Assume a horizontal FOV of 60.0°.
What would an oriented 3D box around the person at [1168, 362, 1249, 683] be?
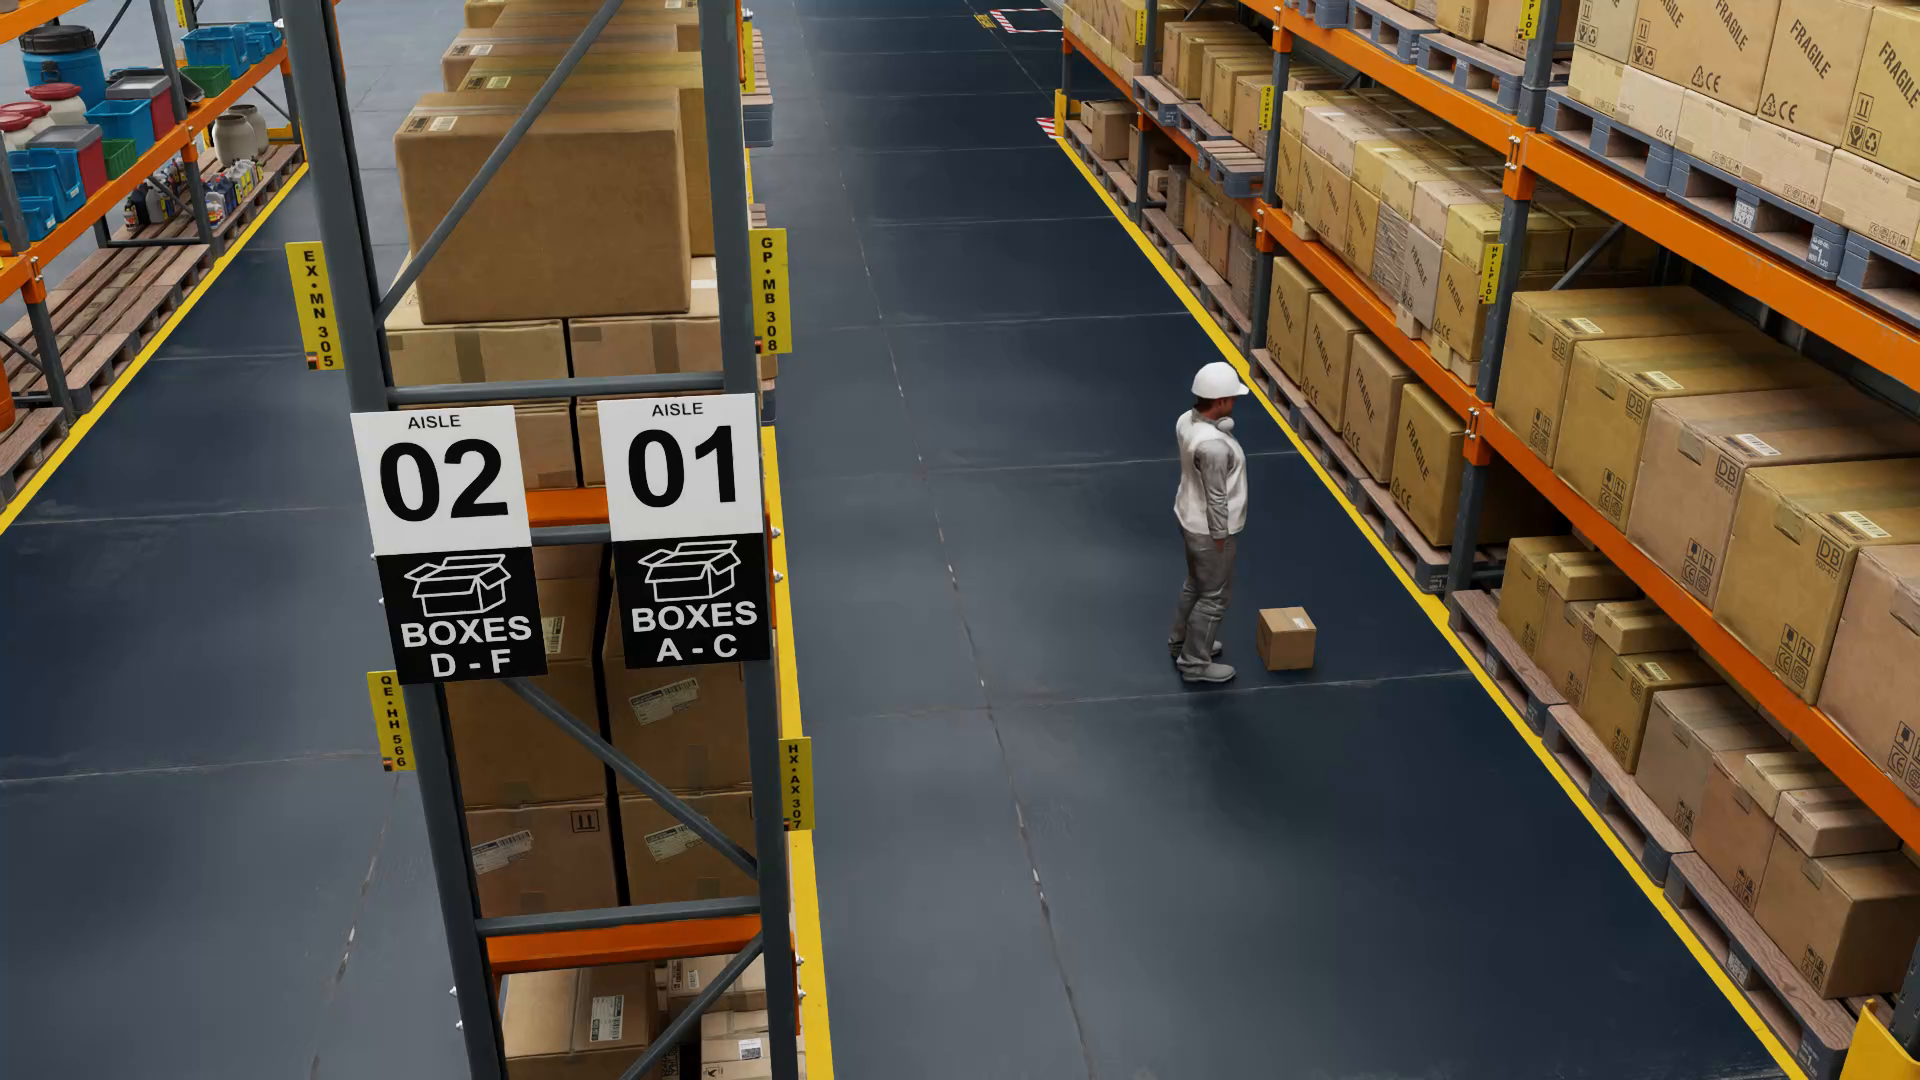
[{"bbox_3d":[1.317,-0.104,8.802,0.359,1.766,0.533,-3,27,-6],"label":"person"}]
